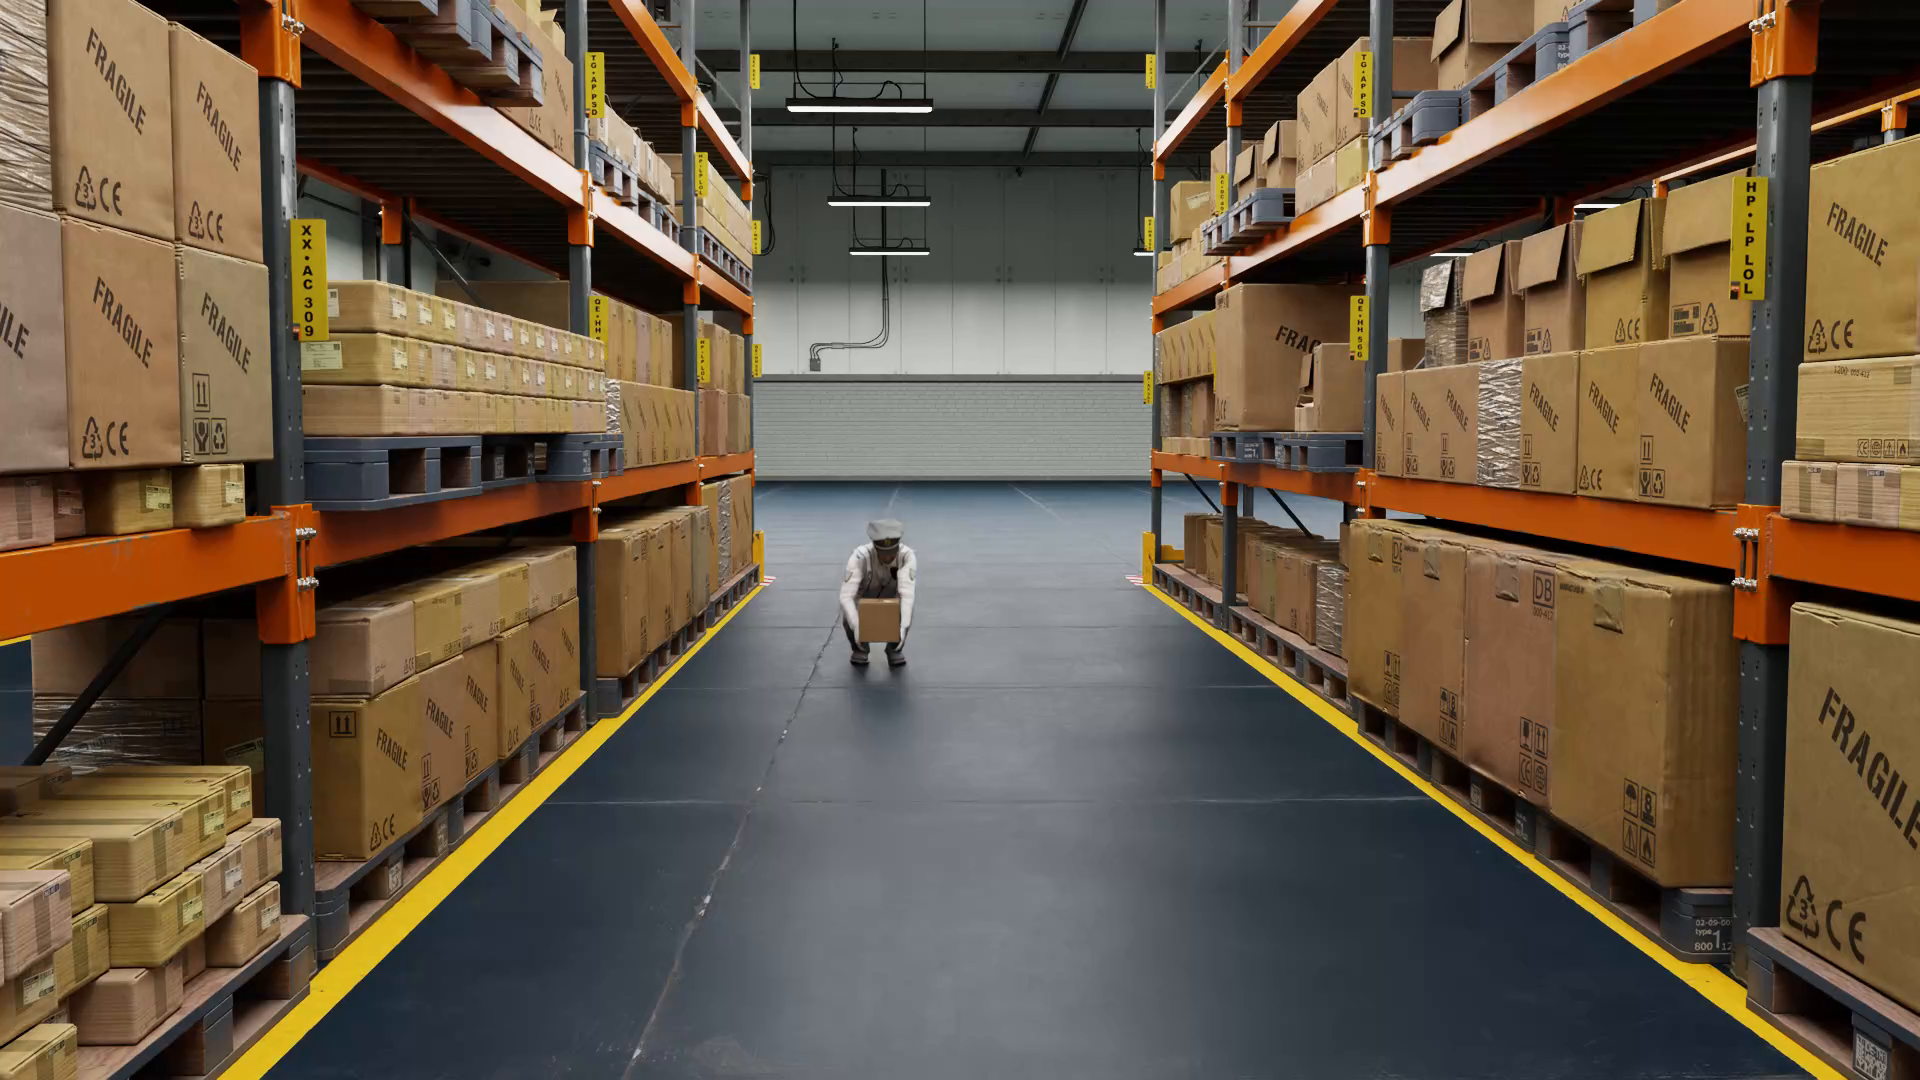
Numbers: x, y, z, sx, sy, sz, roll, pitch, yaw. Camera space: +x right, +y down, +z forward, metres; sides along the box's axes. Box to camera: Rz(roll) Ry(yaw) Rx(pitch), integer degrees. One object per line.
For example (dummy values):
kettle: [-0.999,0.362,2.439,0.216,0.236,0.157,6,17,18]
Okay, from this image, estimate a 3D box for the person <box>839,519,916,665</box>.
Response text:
person: [-0.530,0.337,10.795,0.493,0.967,0.817,0,4,-2]
